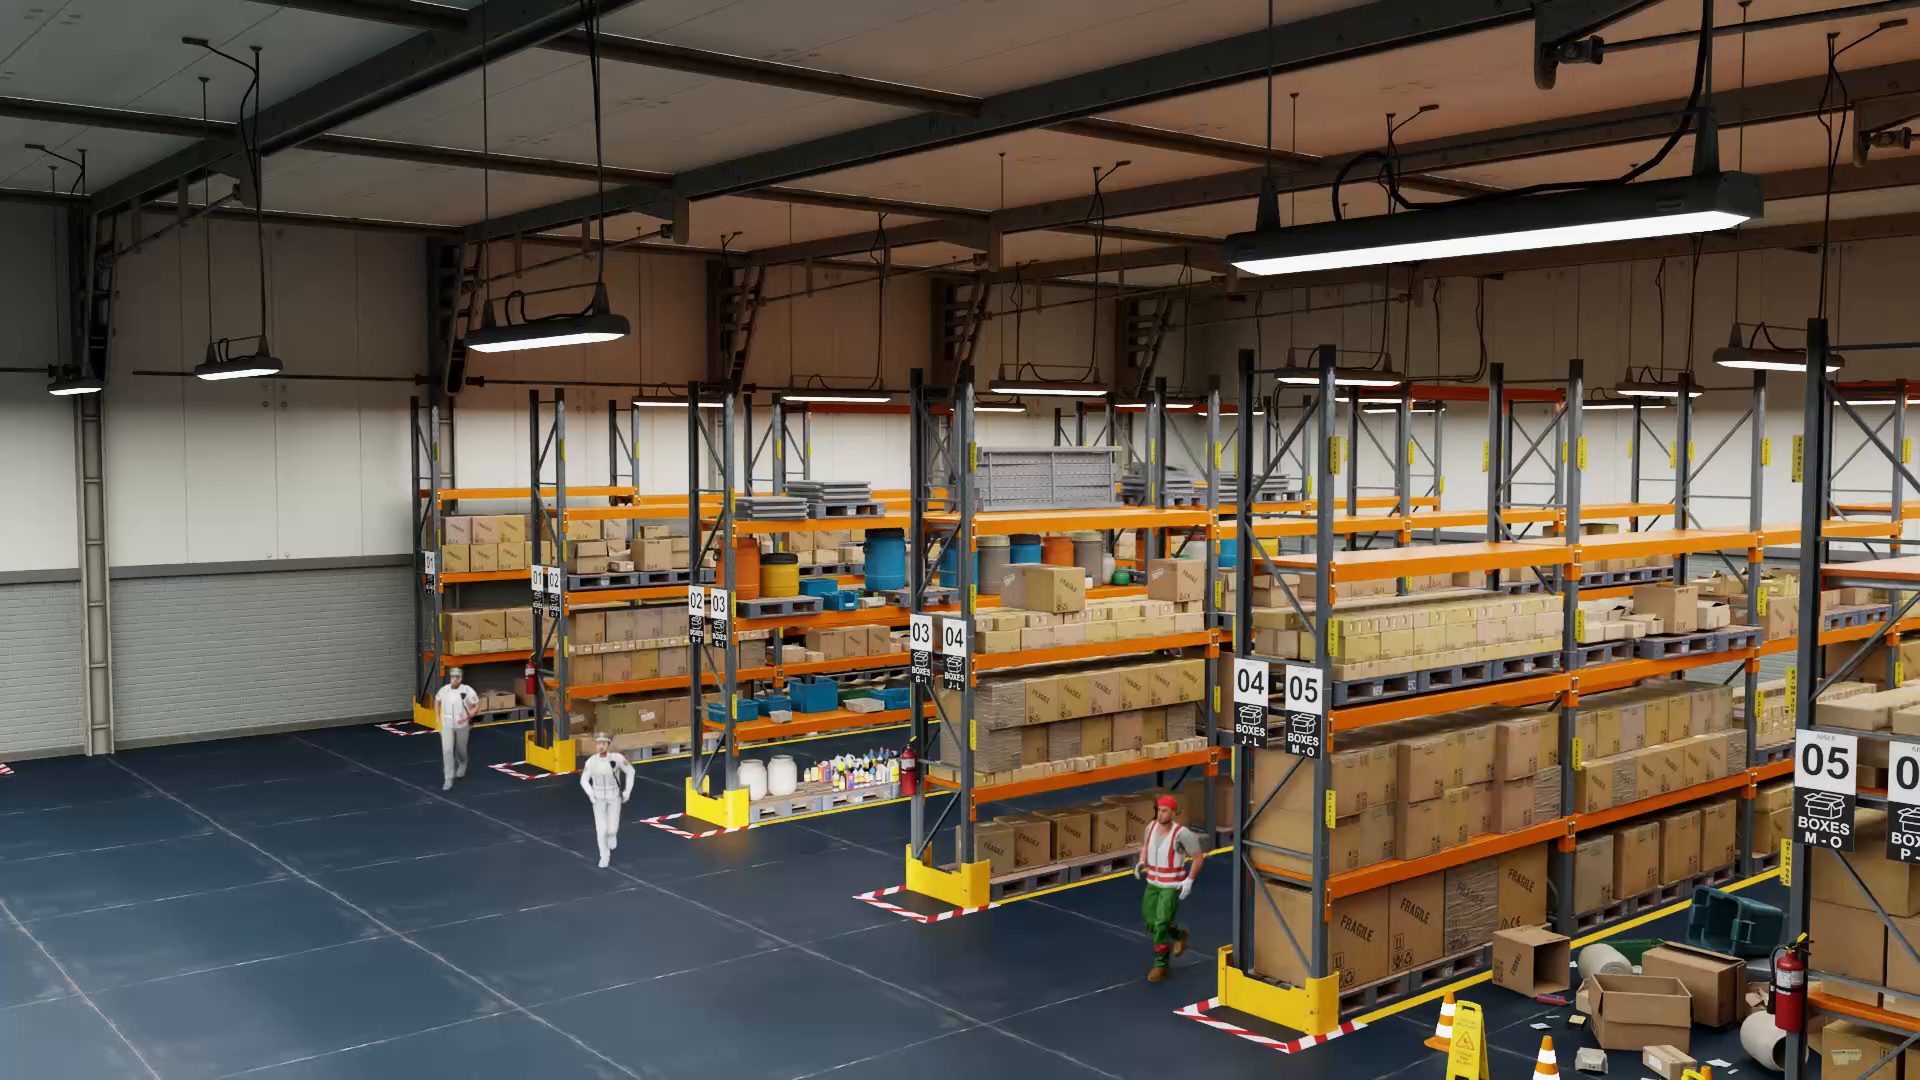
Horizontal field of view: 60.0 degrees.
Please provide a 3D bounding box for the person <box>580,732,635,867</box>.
[{"bbox_3d":[-4.301,3.153,20.258,0.640,1.665,0.579,0,3,-5],"label":"person"}]

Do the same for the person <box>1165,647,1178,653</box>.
[{"bbox_3d":[3.767,2.403,31.948,0.684,1.725,0.627,3,5,43],"label":"person"}]

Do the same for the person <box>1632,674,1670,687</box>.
[{"bbox_3d":[10.716,2.751,25.783,0.988,1.805,0.685,-3,4,-42],"label":"person"}]

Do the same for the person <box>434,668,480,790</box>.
[{"bbox_3d":[-7.603,2.809,25.115,0.683,1.801,0.893,-1,3,-10],"label":"person"}]

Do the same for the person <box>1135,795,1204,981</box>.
[{"bbox_3d":[2.021,3.345,16.159,0.662,1.758,0.697,-3,5,-44],"label":"person"}]
